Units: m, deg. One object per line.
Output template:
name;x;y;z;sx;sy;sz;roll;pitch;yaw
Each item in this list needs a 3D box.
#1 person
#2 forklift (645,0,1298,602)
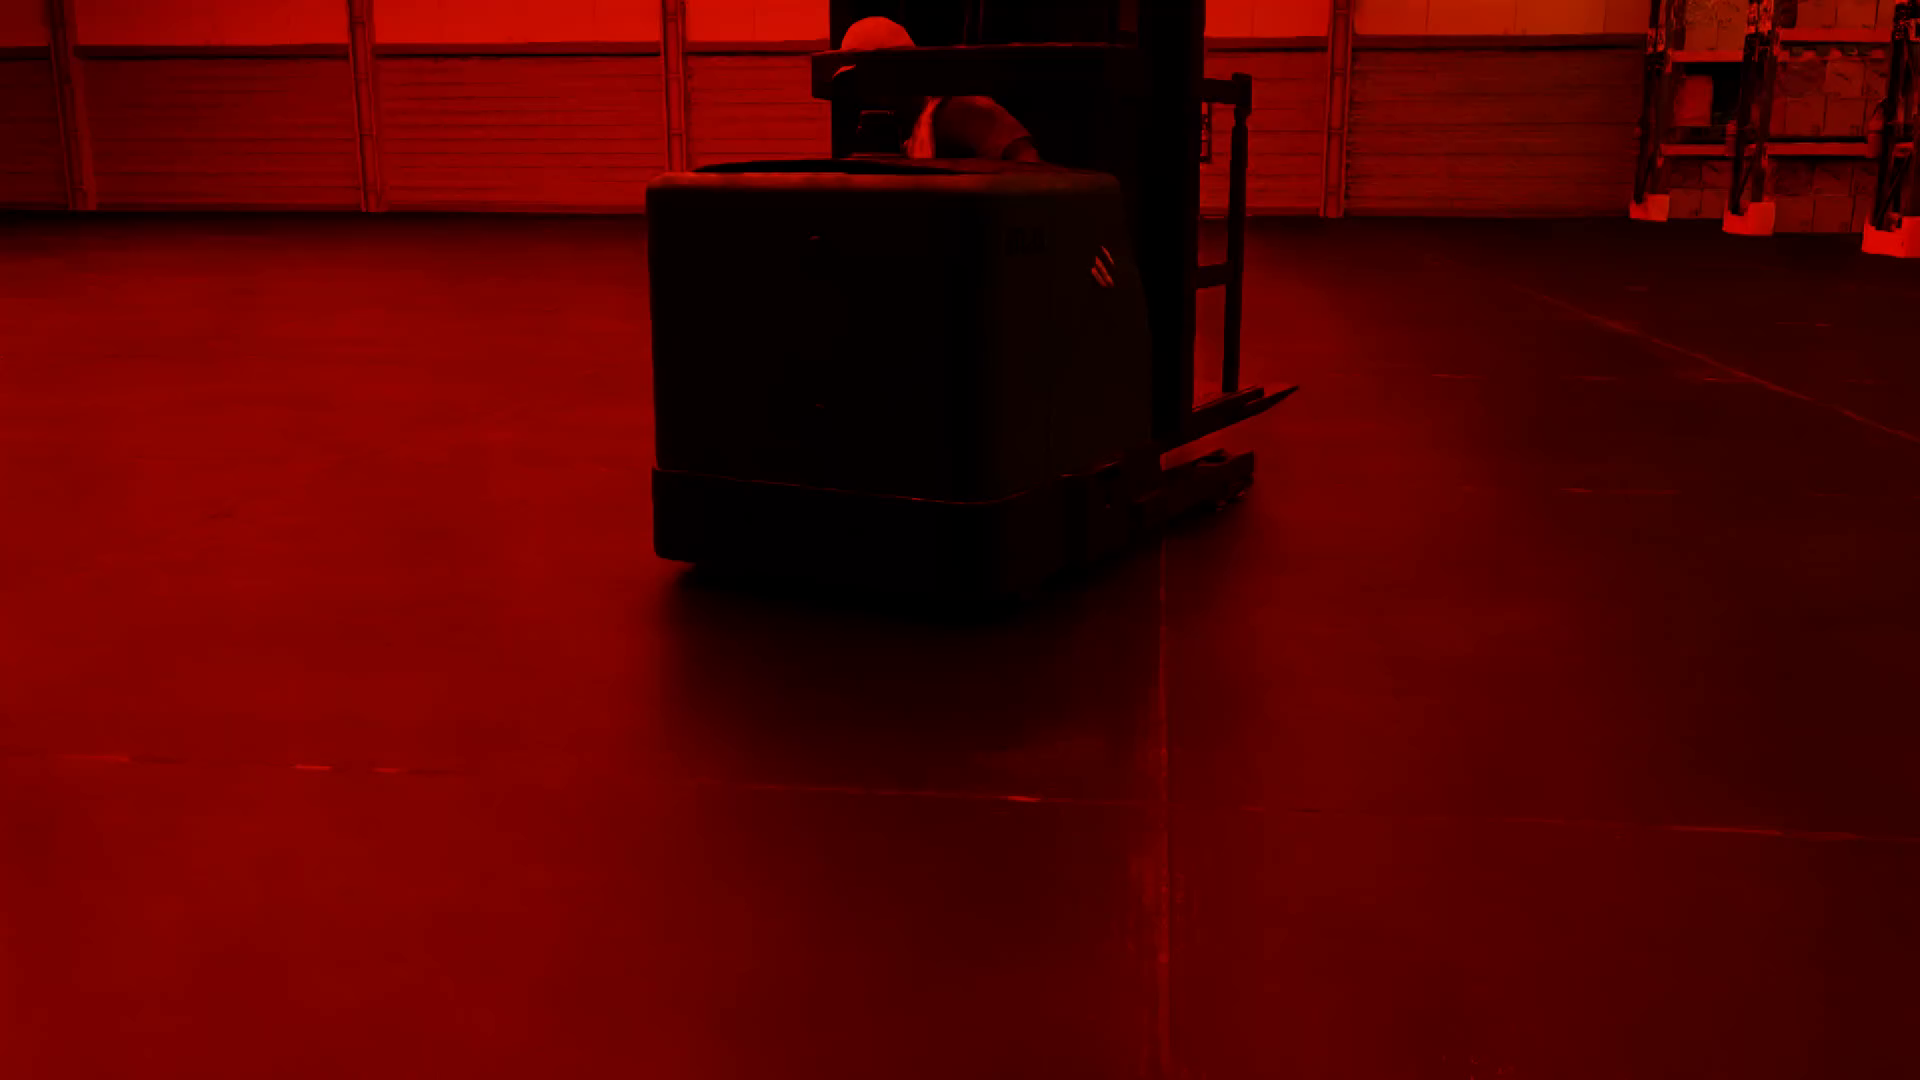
person;-0.210;-0.723;4.711;0.962;1.487;1.101;-5;14;-19
forklift;0.323;-1.562;5.189;1.130;2.935;3.031;7;15;28
